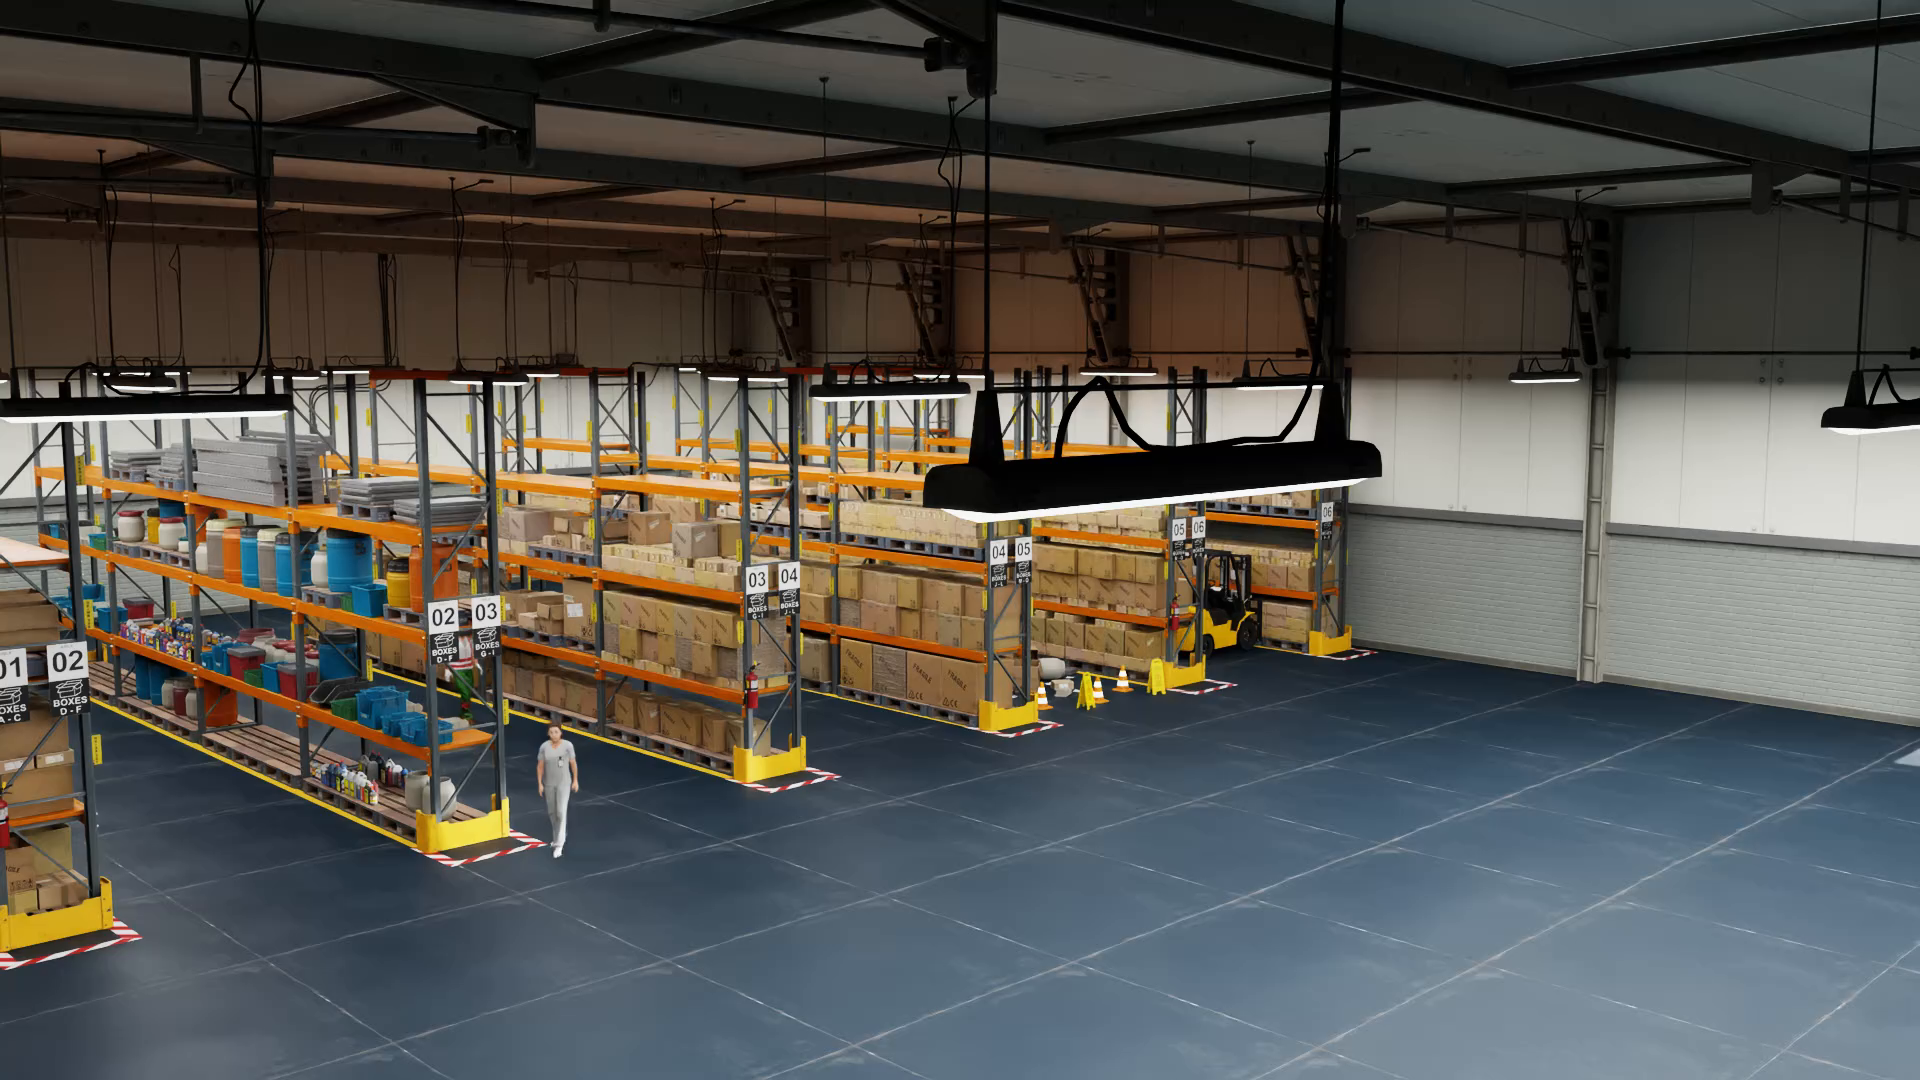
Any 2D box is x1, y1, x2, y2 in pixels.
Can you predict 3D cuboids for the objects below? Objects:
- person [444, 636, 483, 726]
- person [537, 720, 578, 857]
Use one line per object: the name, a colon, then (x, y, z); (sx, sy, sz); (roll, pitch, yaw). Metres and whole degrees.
person: (-8.396, 2.256, 28.357); (0.670, 1.805, 0.563); (4, 8, 32)
person: (-5.133, 3.143, 21.137); (0.477, 1.713, 0.603); (0, 6, 4)
